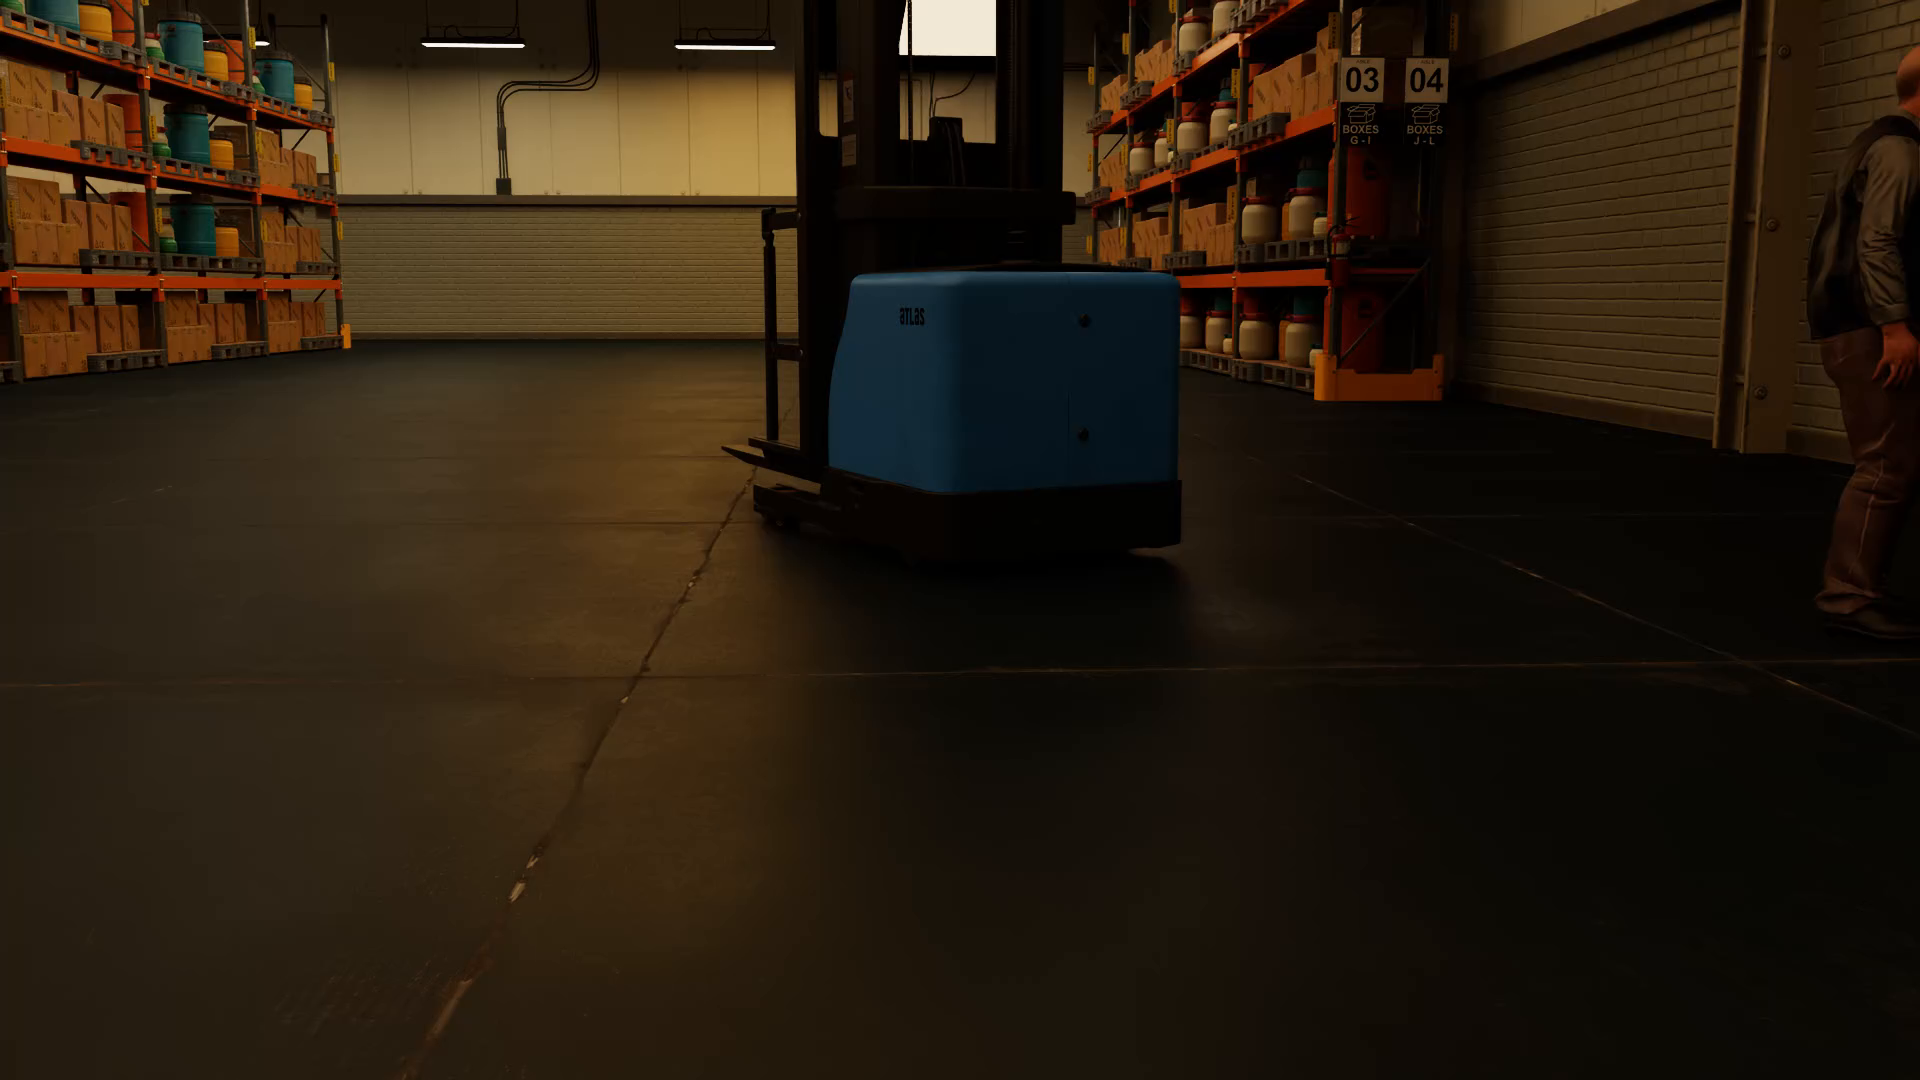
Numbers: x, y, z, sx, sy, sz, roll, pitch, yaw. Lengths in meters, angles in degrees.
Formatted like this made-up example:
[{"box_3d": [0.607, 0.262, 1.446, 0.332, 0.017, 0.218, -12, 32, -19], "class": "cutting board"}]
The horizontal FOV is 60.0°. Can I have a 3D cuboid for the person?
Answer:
[{"box_3d": [2.746, -0.593, 4.951, 0.426, 1.720, 0.591, 5, 10, 30], "class": "person"}]

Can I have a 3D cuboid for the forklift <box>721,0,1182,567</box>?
[{"box_3d": [-0.264, -1.530, 7.137, 1.130, 2.935, 3.031, -4, 9, -25], "class": "forklift"}]
